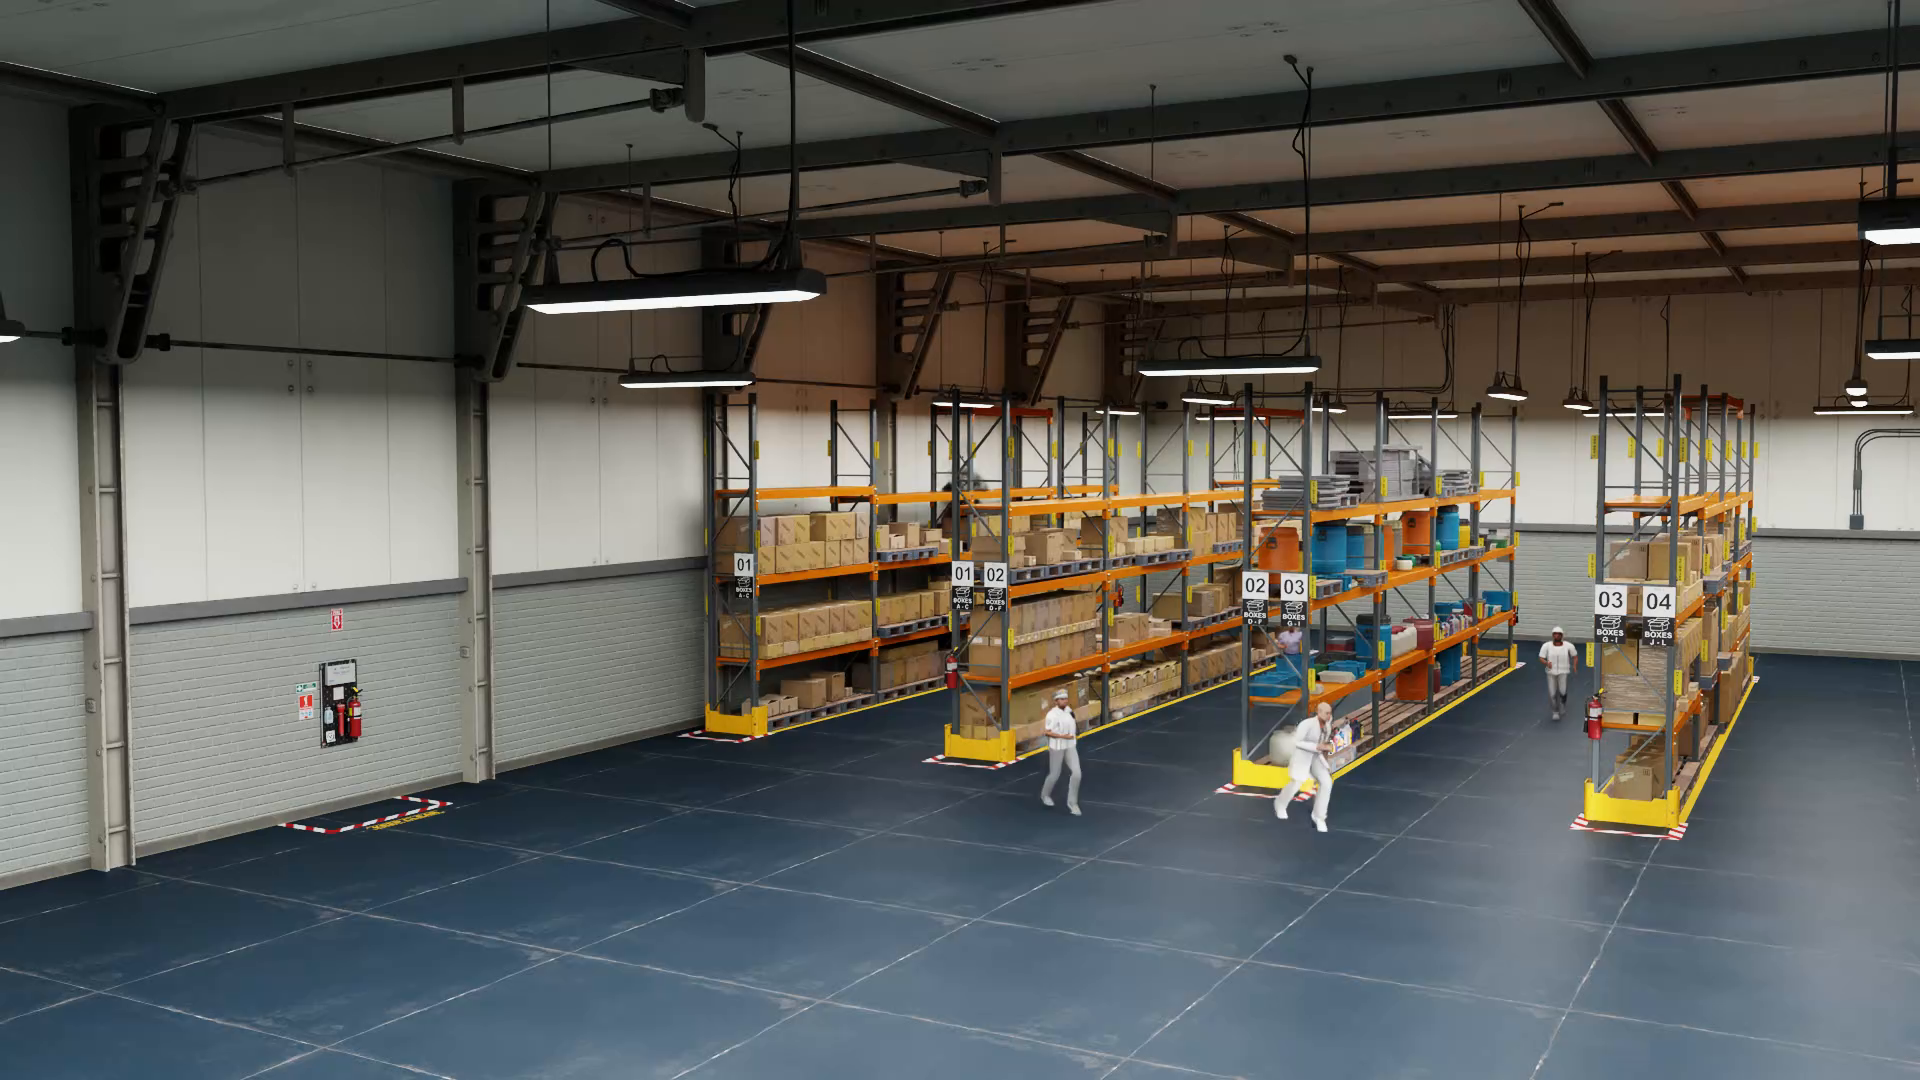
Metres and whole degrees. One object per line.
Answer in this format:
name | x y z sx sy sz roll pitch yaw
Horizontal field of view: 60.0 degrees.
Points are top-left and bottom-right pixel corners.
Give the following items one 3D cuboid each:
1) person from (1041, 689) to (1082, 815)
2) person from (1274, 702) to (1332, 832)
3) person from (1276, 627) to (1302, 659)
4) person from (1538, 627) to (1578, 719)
person | 1.399 2.921 23.085 0.581 1.750 0.759 -2 4 -29
person | 4.597 2.988 22.127 0.752 1.759 1.078 -2 4 -32
person | 6.536 2.396 32.785 0.592 1.677 0.876 1 3 23
person | 11.074 2.471 30.798 0.691 1.724 0.577 1 3 21
